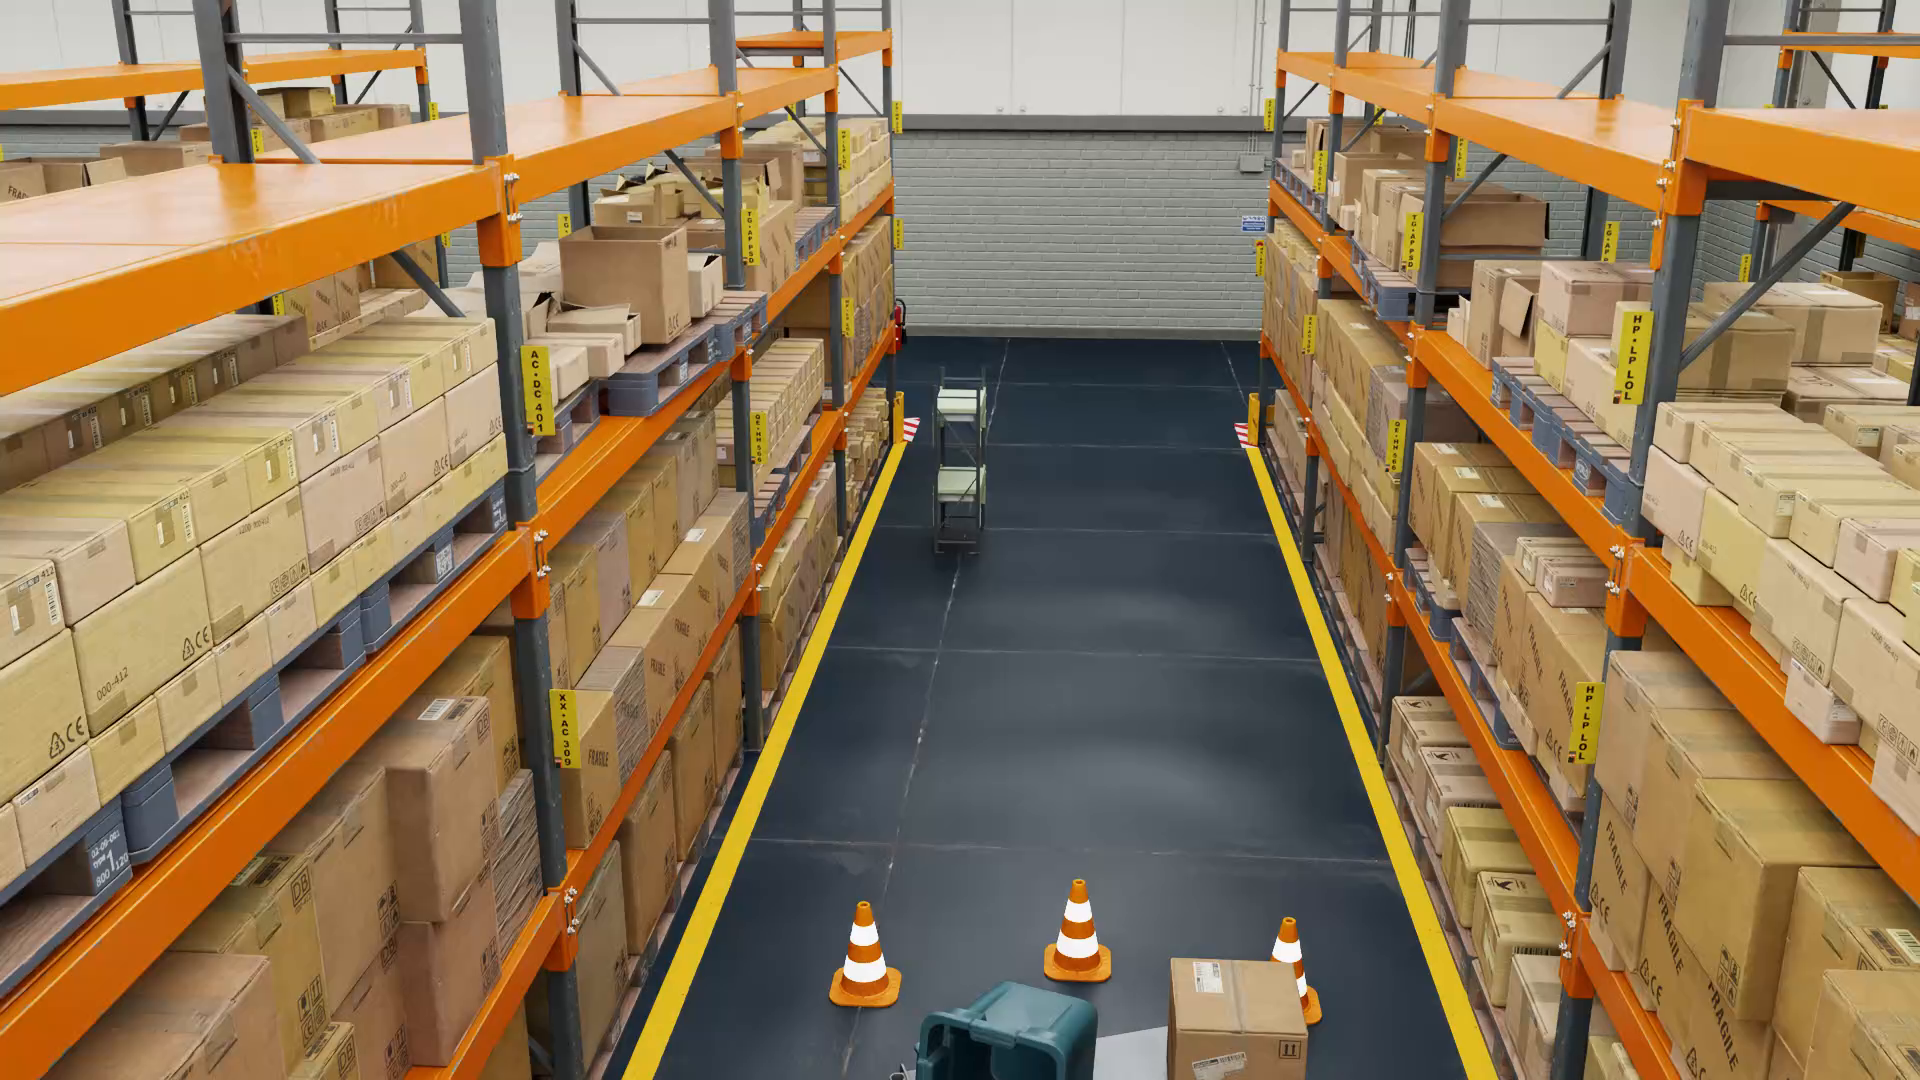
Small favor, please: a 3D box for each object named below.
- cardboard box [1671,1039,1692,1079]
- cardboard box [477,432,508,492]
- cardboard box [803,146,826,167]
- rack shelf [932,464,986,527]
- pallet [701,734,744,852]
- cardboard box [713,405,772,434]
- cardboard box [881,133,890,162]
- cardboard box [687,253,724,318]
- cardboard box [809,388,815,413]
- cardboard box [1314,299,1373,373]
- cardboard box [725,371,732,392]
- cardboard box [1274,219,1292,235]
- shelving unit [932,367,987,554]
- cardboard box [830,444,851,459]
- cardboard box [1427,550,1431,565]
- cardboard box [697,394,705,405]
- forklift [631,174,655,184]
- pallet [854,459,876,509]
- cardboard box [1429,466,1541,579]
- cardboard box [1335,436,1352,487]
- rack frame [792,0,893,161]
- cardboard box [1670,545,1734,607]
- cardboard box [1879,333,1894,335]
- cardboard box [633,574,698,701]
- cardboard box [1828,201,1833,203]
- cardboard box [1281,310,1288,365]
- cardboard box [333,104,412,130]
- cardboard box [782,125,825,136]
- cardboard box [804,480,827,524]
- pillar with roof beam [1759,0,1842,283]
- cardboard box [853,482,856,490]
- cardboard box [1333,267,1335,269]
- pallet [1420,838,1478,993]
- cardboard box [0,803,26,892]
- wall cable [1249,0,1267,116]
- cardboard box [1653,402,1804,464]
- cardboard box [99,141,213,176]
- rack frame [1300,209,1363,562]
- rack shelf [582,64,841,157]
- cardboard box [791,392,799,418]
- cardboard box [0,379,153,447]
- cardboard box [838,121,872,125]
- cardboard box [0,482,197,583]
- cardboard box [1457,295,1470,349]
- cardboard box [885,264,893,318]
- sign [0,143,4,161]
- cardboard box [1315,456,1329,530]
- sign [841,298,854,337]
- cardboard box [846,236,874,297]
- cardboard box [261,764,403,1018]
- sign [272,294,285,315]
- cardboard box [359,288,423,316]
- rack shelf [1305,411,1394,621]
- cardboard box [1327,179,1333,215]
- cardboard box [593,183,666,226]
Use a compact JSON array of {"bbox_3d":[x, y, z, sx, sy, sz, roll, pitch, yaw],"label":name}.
[{"bbox_3d":[2.528,1.690,5.350,0.380,0.149,0.250,2,18,6],"label":"cardboard box"},{"bbox_3d":[-1.774,-0.270,5.682,0.380,0.149,0.250,1,18,4],"label":"cardboard box"},{"bbox_3d":[-1.231,-3.188,13.816,0.380,0.149,0.250,1,18,3],"label":"cardboard box"},{"bbox_3d":[0.000,-0.401,14.785,0.431,0.370,0.720,1,18,4],"label":"rack shelf"},{"bbox_3d":[-1.912,1.488,10.042,1.003,0.211,1.213,1,18,4],"label":"pallet"},{"bbox_3d":[-1.495,-0.824,11.393,0.380,0.149,0.250,1,18,2],"label":"cardboard box"},{"bbox_3d":[-0.986,-4.007,16.957,0.500,0.250,0.500,1,18,2],"label":"cardboard box"},{"bbox_3d":[-1.556,-1.379,8.804,0.500,0.311,0.500,1,18,4],"label":"cardboard box"},{"bbox_3d":[-1.362,-1.117,13.242,0.380,0.149,0.250,1,18,4],"label":"cardboard box"},{"bbox_3d":[3.133,-1.635,13.331,0.500,0.500,0.500,1,18,5],"label":"cardboard box"},{"bbox_3d":[-2.015,-1.271,13.236,0.380,0.149,0.250,2,18,5],"label":"cardboard box"},{"bbox_3d":[3.436,-3.212,17.101,0.380,0.149,0.250,2,18,5],"label":"cardboard box"},{"bbox_3d":[0.000,-0.711,14.683,0.431,1.500,0.755,1,18,4],"label":"shelving unit"},{"bbox_3d":[-1.218,-0.797,15.488,0.380,0.149,0.250,1,18,2],"label":"cardboard box"},{"bbox_3d":[2.902,0.103,9.521,0.380,0.149,0.250,0,18,1],"label":"cardboard box"},{"bbox_3d":[-2.088,-1.088,12.198,0.380,0.149,0.250,2,18,6],"label":"cardboard box"},{"bbox_3d":[-2.888,-2.090,16.594,1.130,2.935,3.031,0,18,0],"label":"forklift"},{"bbox_3d":[-1.396,-0.586,16.374,1.003,0.211,1.213,1,18,4],"label":"pallet"},{"bbox_3d":[2.871,-0.093,9.076,0.500,0.500,0.500,2,18,7],"label":"cardboard box"},{"bbox_3d":[3.023,-0.566,12.075,0.500,0.250,0.500,1,18,3],"label":"cardboard box"},{"bbox_3d":[-1.207,-5.415,16.998,1.000,3.000,0.127,1,18,4],"label":"rack frame"},{"bbox_3d":[2.534,0.107,5.366,0.380,0.149,0.250,1,18,4],"label":"cardboard box"},{"bbox_3d":[8.304,-1.838,15.477,0.500,0.250,0.500,1,18,2],"label":"cardboard box"},{"bbox_3d":[-1.650,0.488,8.456,0.500,0.500,0.500,2,18,5],"label":"cardboard box"},{"bbox_3d":[8.318,-3.192,15.433,0.380,0.149,0.250,1,18,3],"label":"cardboard box"},{"bbox_3d":[3.335,-1.919,15.802,0.500,0.500,0.500,2,18,6],"label":"cardboard box"},{"bbox_3d":[-6.130,-4.264,17.306,0.700,0.500,0.500,0,18,1],"label":"cardboard box"},{"bbox_3d":[-1.517,-3.931,16.083,0.380,0.149,0.250,2,18,5],"label":"cardboard box"},{"bbox_3d":[-1.345,-0.294,13.138,0.500,0.250,0.500,2,18,7],"label":"cardboard box"},{"bbox_3d":[5.488,-6.140,19.210,9.100,9.000,0.400,1,18,4],"label":"pillar with roof beam"},{"bbox_3d":[-1.162,-0.434,15.334,0.380,0.149,0.250,1,18,4],"label":"cardboard box"},{"bbox_3d":[3.283,-2.256,14.183,0.380,0.149,0.250,2,18,5],"label":"cardboard box"},{"bbox_3d":[3.017,1.945,8.648,1.003,0.211,1.213,1,18,4],"label":"pallet"},{"bbox_3d":[-1.973,0.595,3.040,0.380,0.149,0.250,1,18,4],"label":"cardboard box"},{"bbox_3d":[3.865,-7.109,22.167,0.463,3.000,0.029,1,18,4],"label":"wall cable"},{"bbox_3d":[2.530,-0.353,5.488,0.380,0.149,0.250,1,18,3],"label":"cardboard box"},{"bbox_3d":[-6.465,-2.956,13.476,0.700,0.500,0.500,2,18,5],"label":"cardboard box"},{"bbox_3d":[3.451,-1.243,13.899,1.000,3.000,0.127,1,18,4],"label":"rack frame"},{"bbox_3d":[-1.637,-3.020,11.485,1.077,0.370,4.000,1,18,4],"label":"rack shelf"},{"bbox_3d":[-1.416,-1.006,12.428,0.380,0.149,0.250,1,18,4],"label":"cardboard box"},{"bbox_3d":[-2.503,-0.347,4.637,0.380,0.149,0.250,1,18,5],"label":"cardboard box"},{"bbox_3d":[-1.070,-4.082,16.543,0.380,0.149,0.250,1,18,2],"label":"cardboard box"},{"bbox_3d":[-1.920,-0.019,3.633,0.380,0.149,0.250,1,18,3],"label":"cardboard box"},{"bbox_3d":[2.954,-1.189,9.133,0.396,0.266,0.258,1,18,4],"label":"cardboard box"},{"bbox_3d":[-0.982,-2.608,17.427,0.500,0.500,0.500,2,18,5],"label":"cardboard box"},{"bbox_3d":[-10.537,-4.186,18.230,0.100,0.325,0.005,1,18,4],"label":"sign"},{"bbox_3d":[3.603,-0.418,14.821,0.875,0.438,0.875,1,18,3],"label":"cardboard box"},{"bbox_3d":[-0.939,-1.861,13.926,0.100,0.325,0.005,1,18,4],"label":"sign"},{"bbox_3d":[-1.091,-2.597,15.789,0.500,0.500,0.500,1,18,2],"label":"cardboard box"},{"bbox_3d":[-2.227,1.030,4.988,0.875,0.550,0.550,1,18,4],"label":"cardboard box"},{"bbox_3d":[-5.891,-1.968,14.379,0.100,0.325,0.005,1,18,4],"label":"sign"},{"bbox_3d":[-5.954,-2.463,17.385,0.500,0.250,0.500,1,18,3],"label":"cardboard box"},{"bbox_3d":[3.308,-0.280,12.116,1.077,0.370,4.000,1,18,4],"label":"rack shelf"},{"bbox_3d":[3.066,-2.657,12.937,0.396,0.266,0.258,1,18,3],"label":"cardboard box"},{"bbox_3d":[-2.010,-2.048,10.149,0.396,0.266,0.258,1,18,4],"label":"cardboard box"}]
